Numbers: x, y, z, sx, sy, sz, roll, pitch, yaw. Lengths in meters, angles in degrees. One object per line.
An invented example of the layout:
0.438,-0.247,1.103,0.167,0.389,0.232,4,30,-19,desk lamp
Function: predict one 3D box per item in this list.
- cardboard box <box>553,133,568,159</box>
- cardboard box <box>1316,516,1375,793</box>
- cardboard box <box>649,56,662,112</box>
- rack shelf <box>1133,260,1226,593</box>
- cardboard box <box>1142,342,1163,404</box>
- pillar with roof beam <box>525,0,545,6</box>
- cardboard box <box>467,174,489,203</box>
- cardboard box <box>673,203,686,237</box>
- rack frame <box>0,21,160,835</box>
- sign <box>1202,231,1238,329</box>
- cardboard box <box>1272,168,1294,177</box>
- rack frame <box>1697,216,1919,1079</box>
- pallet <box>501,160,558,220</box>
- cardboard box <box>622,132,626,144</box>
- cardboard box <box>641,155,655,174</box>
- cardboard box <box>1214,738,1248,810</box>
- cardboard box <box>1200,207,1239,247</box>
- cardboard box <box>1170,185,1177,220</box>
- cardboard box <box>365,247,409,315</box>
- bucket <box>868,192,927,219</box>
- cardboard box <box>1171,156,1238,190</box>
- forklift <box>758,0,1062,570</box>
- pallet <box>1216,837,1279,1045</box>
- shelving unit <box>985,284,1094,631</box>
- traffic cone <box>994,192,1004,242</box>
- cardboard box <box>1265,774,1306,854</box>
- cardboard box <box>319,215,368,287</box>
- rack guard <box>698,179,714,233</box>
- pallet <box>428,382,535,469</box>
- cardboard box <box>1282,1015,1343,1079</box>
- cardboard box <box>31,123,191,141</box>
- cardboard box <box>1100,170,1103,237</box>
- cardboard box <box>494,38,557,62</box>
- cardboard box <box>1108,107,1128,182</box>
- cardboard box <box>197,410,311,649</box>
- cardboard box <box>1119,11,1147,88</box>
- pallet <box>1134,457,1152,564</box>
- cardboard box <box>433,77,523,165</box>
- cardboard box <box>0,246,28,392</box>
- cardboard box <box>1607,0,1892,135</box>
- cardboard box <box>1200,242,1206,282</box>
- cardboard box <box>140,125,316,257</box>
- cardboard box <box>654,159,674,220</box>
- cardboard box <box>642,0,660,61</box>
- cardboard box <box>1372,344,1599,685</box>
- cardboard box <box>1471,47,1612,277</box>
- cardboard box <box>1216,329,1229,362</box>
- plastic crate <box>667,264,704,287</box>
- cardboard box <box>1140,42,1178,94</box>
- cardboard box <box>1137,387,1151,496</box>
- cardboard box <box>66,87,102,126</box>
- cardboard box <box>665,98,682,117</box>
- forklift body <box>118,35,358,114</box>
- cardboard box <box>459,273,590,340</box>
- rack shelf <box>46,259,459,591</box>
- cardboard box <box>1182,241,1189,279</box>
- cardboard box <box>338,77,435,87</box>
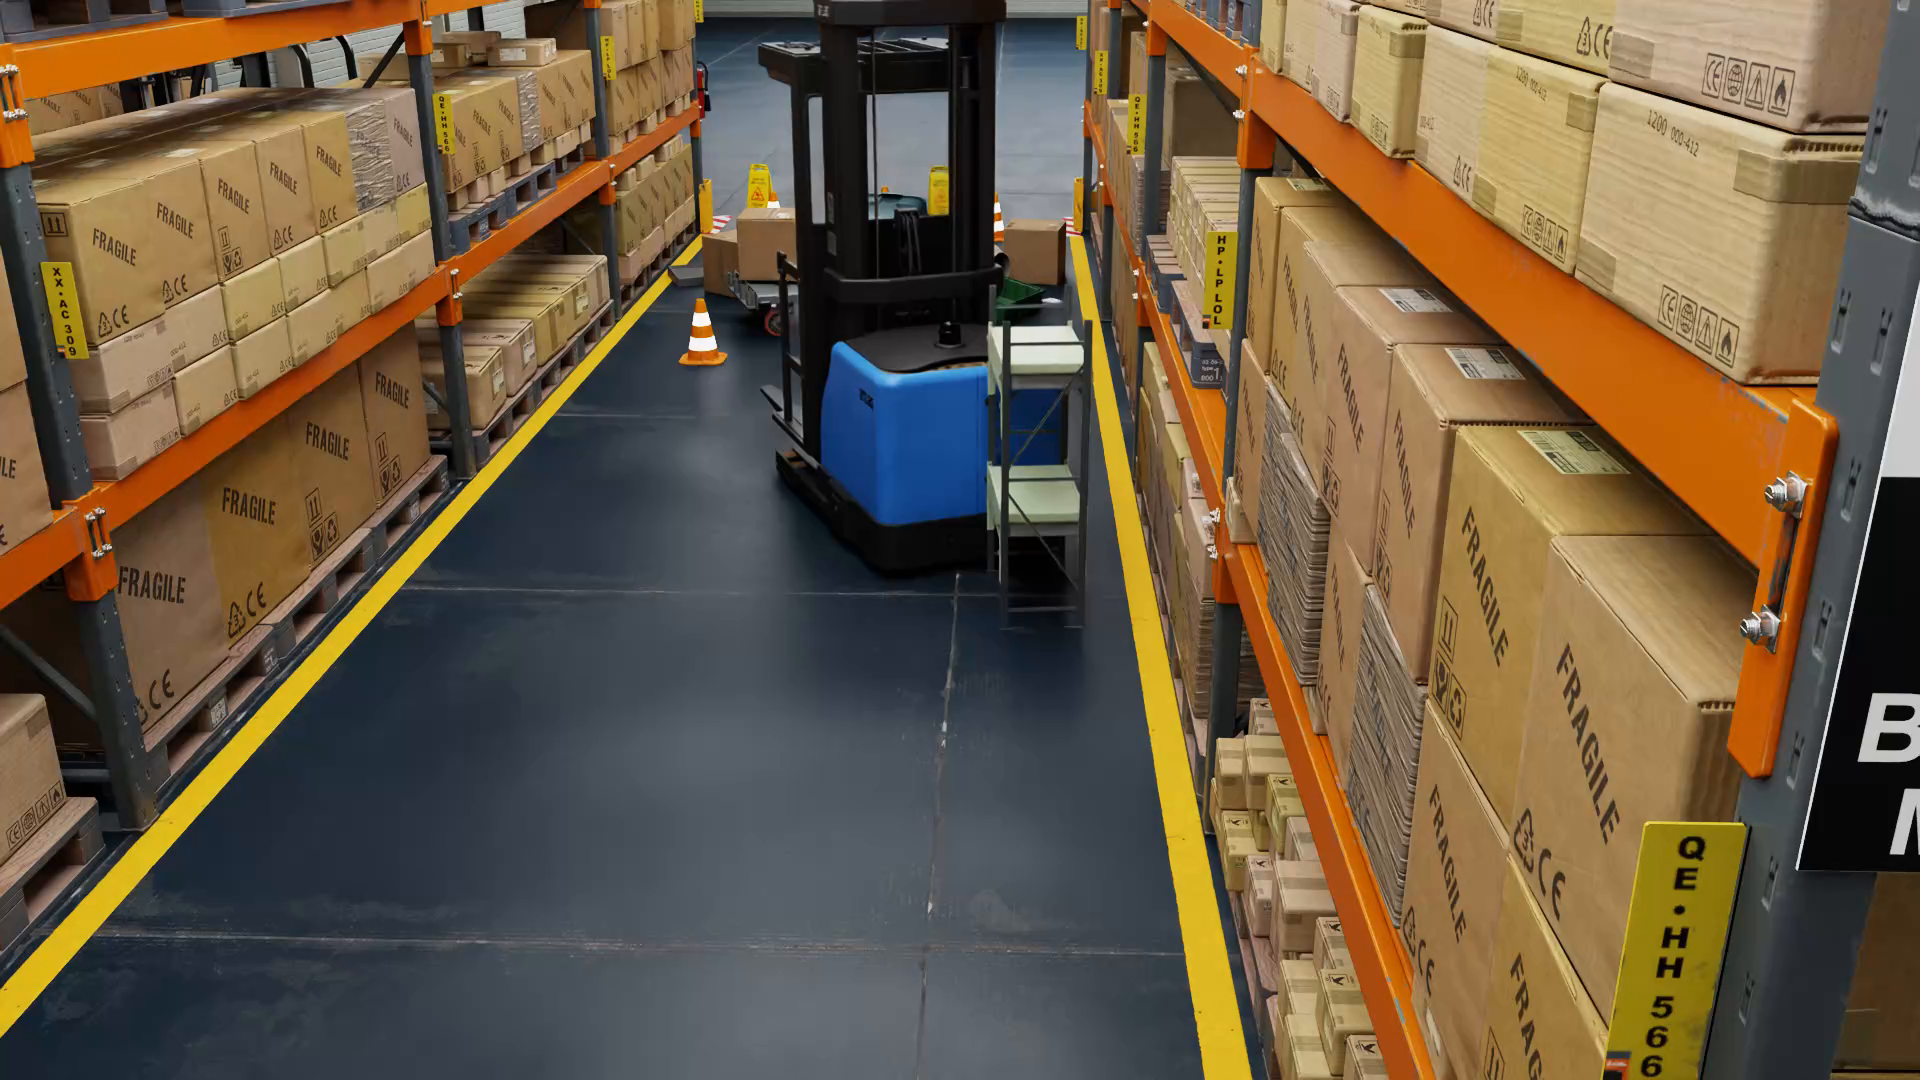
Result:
-3.037,-2.830,11.942,0.380,0.149,0.250,1,21,2,cardboard box
1.099,0.235,3.726,0.500,0.500,0.500,2,21,4,cardboard box
-2.988,-4.108,14.921,0.500,0.500,0.500,1,21,2,cardboard box
1.473,-0.698,7.676,1.077,0.370,4.000,1,21,2,rack shelf
1.271,-0.890,9.015,0.500,0.250,0.500,0,21,-1,cardboard box
-4.207,-13.736,31.991,9.100,9.000,0.400,1,21,2,pillar with roof beam
-3.125,-2.169,10.239,0.380,0.149,0.250,-1,21,-2,cardboard box
-2.953,-3.099,16.089,0.500,0.250,0.500,1,21,2,cardboard box
-3.539,-0.328,5.729,1.000,3.000,0.127,1,21,2,rack frame
0.857,-0.855,5.485,0.100,0.325,0.005,1,21,2,sign
1.817,-1.963,9.803,0.500,0.500,0.500,1,21,2,cardboard box
1.290,1.136,1.955,1.000,3.000,0.127,1,21,2,rack frame
-3.398,-2.401,11.337,1.003,0.211,1.213,1,21,2,pallet
-3.032,-3.403,13.999,0.380,0.149,0.250,1,21,1,cardboard box
-2.925,-3.325,14.739,0.380,0.149,0.250,2,21,5,cardboard box
1.081,0.812,5.740,0.380,0.149,0.250,2,21,4,cardboard box
1.276,-1.382,7.389,0.380,0.149,0.250,0,21,1,cardboard box
1.318,-1.802,8.881,0.380,0.149,0.250,2,21,4,cardboard box
-3.173,-1.334,8.528,0.500,0.250,0.500,1,21,3,cardboard box
-0.645,-2.460,13.647,0.726,0.611,0.620,8,33,20,bucket
1.326,-1.946,8.843,0.380,0.149,0.250,1,21,2,cardboard box
-0.459,-1.715,9.396,1.130,2.935,3.031,-8,23,-20,forklift
1.427,1.233,5.560,1.003,0.211,1.213,1,21,2,pallet
0.366,-0.406,8.003,0.431,1.500,0.755,-1,21,-4,shelving unit
0.342,-3.290,16.869,0.336,0.463,0.334,1,21,2,traffic cone
1.168,0.859,5.207,0.380,0.149,0.250,0,21,1,cardboard box
-3.185,-1.389,7.979,0.500,0.250,0.500,0,21,0,cardboard box
-3.176,-3.474,17.292,1.175,0.500,0.348,1,21,2,rack guard
-3.392,-0.757,10.689,1.003,0.211,1.213,1,21,2,pallet
1.045,1.369,4.304,0.380,0.149,0.250,1,21,2,cardboard box
-3.732,-1.563,7.390,0.500,0.500,0.500,1,21,2,cardboard box
1.798,-3.290,15.719,0.875,0.875,0.875,0,21,1,cardboard box
-3.092,-3.486,11.839,0.380,0.149,0.250,0,21,0,cardboard box
1.356,-2.880,12.166,0.500,0.500,0.500,1,21,2,cardboard box
-3.580,-0.085,7.459,0.875,0.875,0.875,1,21,3,cardboard box
1.701,-3.909,13.258,0.875,0.550,0.550,1,21,2,cardboard box
1.509,-0.174,9.186,1.003,0.211,1.213,1,21,2,pallet
-3.154,-2.697,10.702,0.500,0.500,0.500,1,21,3,cardboard box
-3.277,-0.668,5.082,0.500,0.500,0.500,0,21,1,cardboard box
1.050,-0.595,1.786,0.500,0.250,0.500,0,21,0,cardboard box
1.276,-1.238,7.429,0.380,0.149,0.250,1,21,4,cardboard box
-3.223,-1.550,7.356,0.500,0.500,0.500,0,21,1,cardboard box
-2.972,-3.267,15.486,0.500,0.500,0.500,0,21,0,cardboard box
-2.986,-4.395,14.277,0.700,0.500,0.500,0,21,0,cardboard box
1.078,-0.055,3.093,0.500,0.500,0.500,2,21,4,cardboard box
1.048,-0.545,2.347,0.500,0.250,0.500,1,21,2,cardboard box
1.251,-0.810,6.736,0.380,0.149,0.250,0,21,-1,cardboard box
-2.428,-2.418,15.151,0.402,0.080,0.583,-7,22,-17,plastic crate
1.617,-3.167,11.525,0.700,0.500,0.500,1,21,2,cardboard box
1.257,-0.534,9.134,0.500,0.500,0.500,0,21,-1,cardboard box
-7.969,-3.850,14.666,0.500,0.500,0.500,0,21,1,cardboard box
-2.875,-4.134,15.884,0.380,0.149,0.250,1,21,3,cardboard box
-6.369,-3.619,15.383,2.313,2.155,1.214,1,21,2,forklift body
-3.327,-1.742,12.424,0.950,0.372,0.625,2,21,5,cardboard box
-3.478,-0.716,7.723,1.077,0.370,4.000,1,21,2,rack shelf
1.296,-1.384,8.215,0.380,0.149,0.250,2,21,4,cardboard box
-3.662,-2.693,10.692,0.500,0.500,0.500,-1,21,-2,cardboard box
